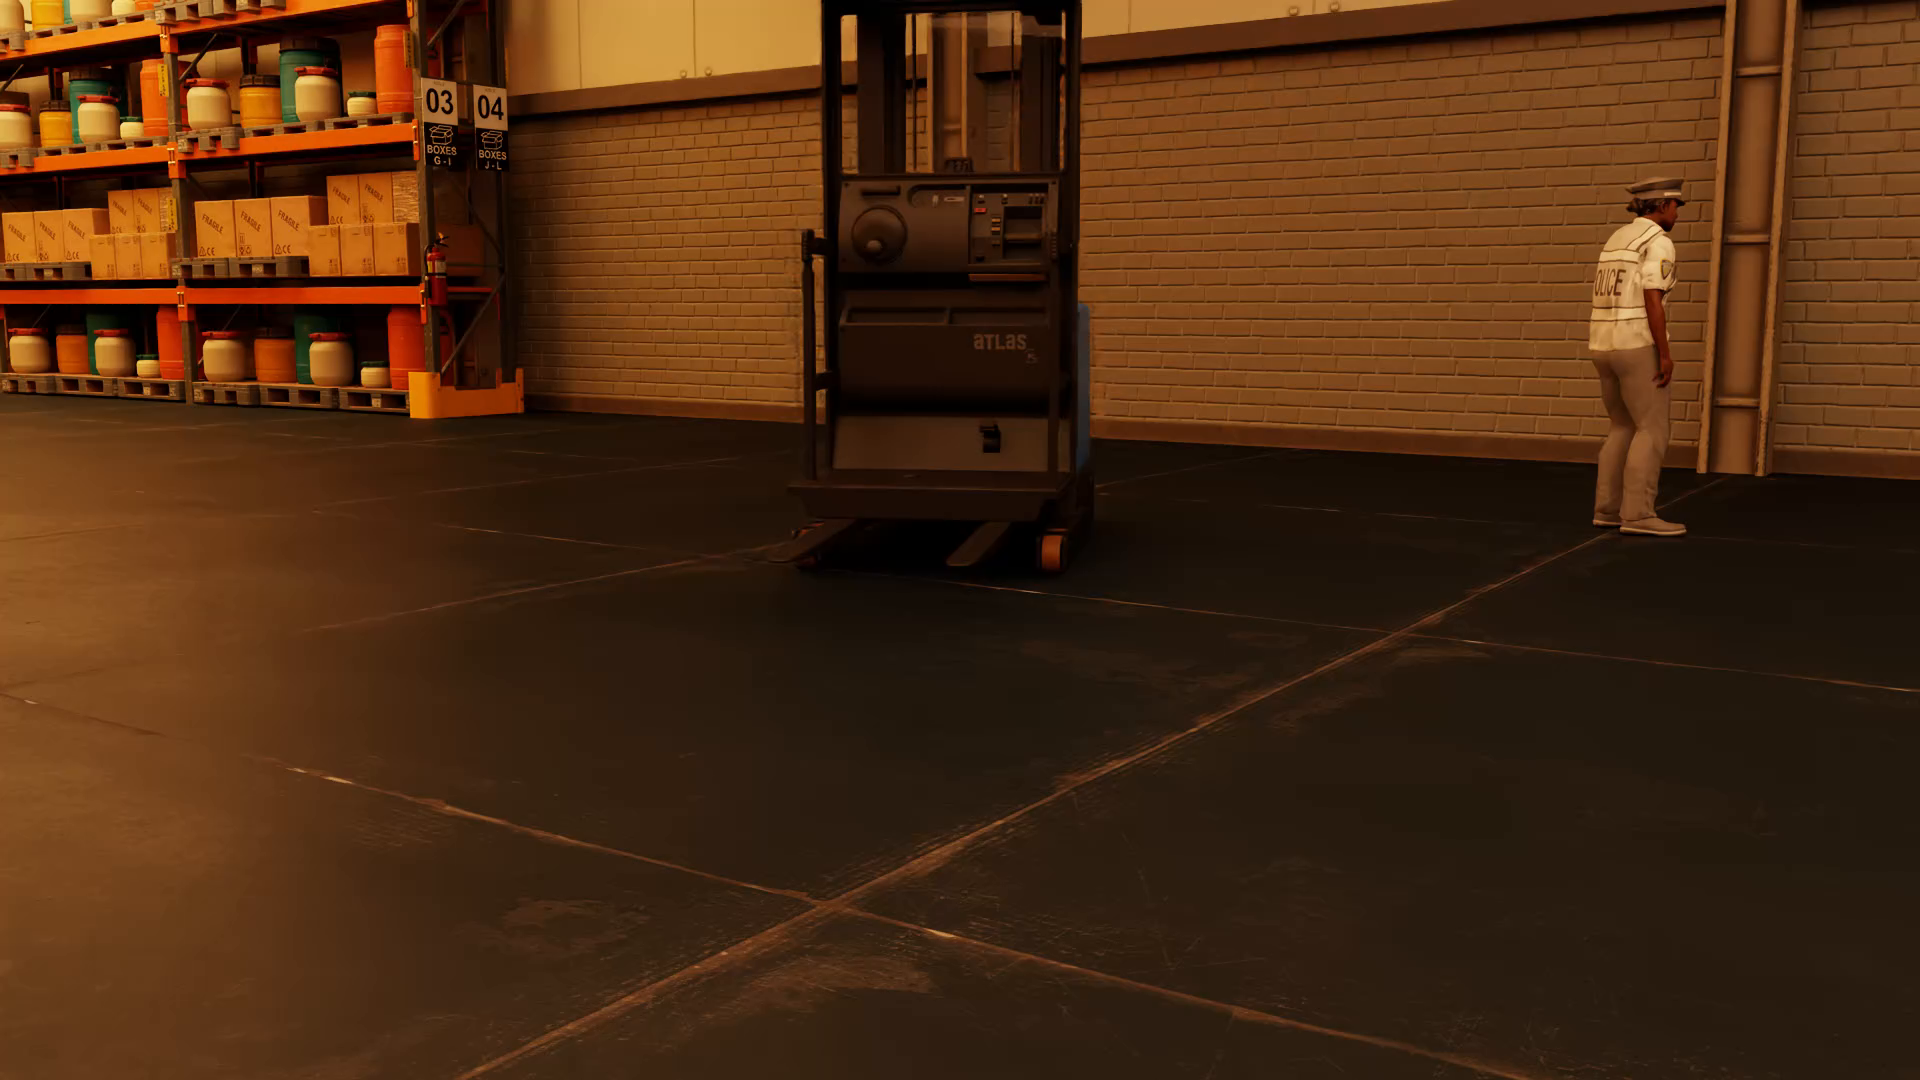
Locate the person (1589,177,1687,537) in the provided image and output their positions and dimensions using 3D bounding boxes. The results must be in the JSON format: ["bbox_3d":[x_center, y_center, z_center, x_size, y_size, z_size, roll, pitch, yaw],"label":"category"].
[{"bbox_3d":[3.189,-0.866,7.818,0.396,1.656,0.519,-1,8,-7],"label":"person"}]

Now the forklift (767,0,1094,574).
[{"bbox_3d":[-0.079,-1.365,6.791,1.130,2.935,3.031,1,8,9],"label":"forklift"}]
